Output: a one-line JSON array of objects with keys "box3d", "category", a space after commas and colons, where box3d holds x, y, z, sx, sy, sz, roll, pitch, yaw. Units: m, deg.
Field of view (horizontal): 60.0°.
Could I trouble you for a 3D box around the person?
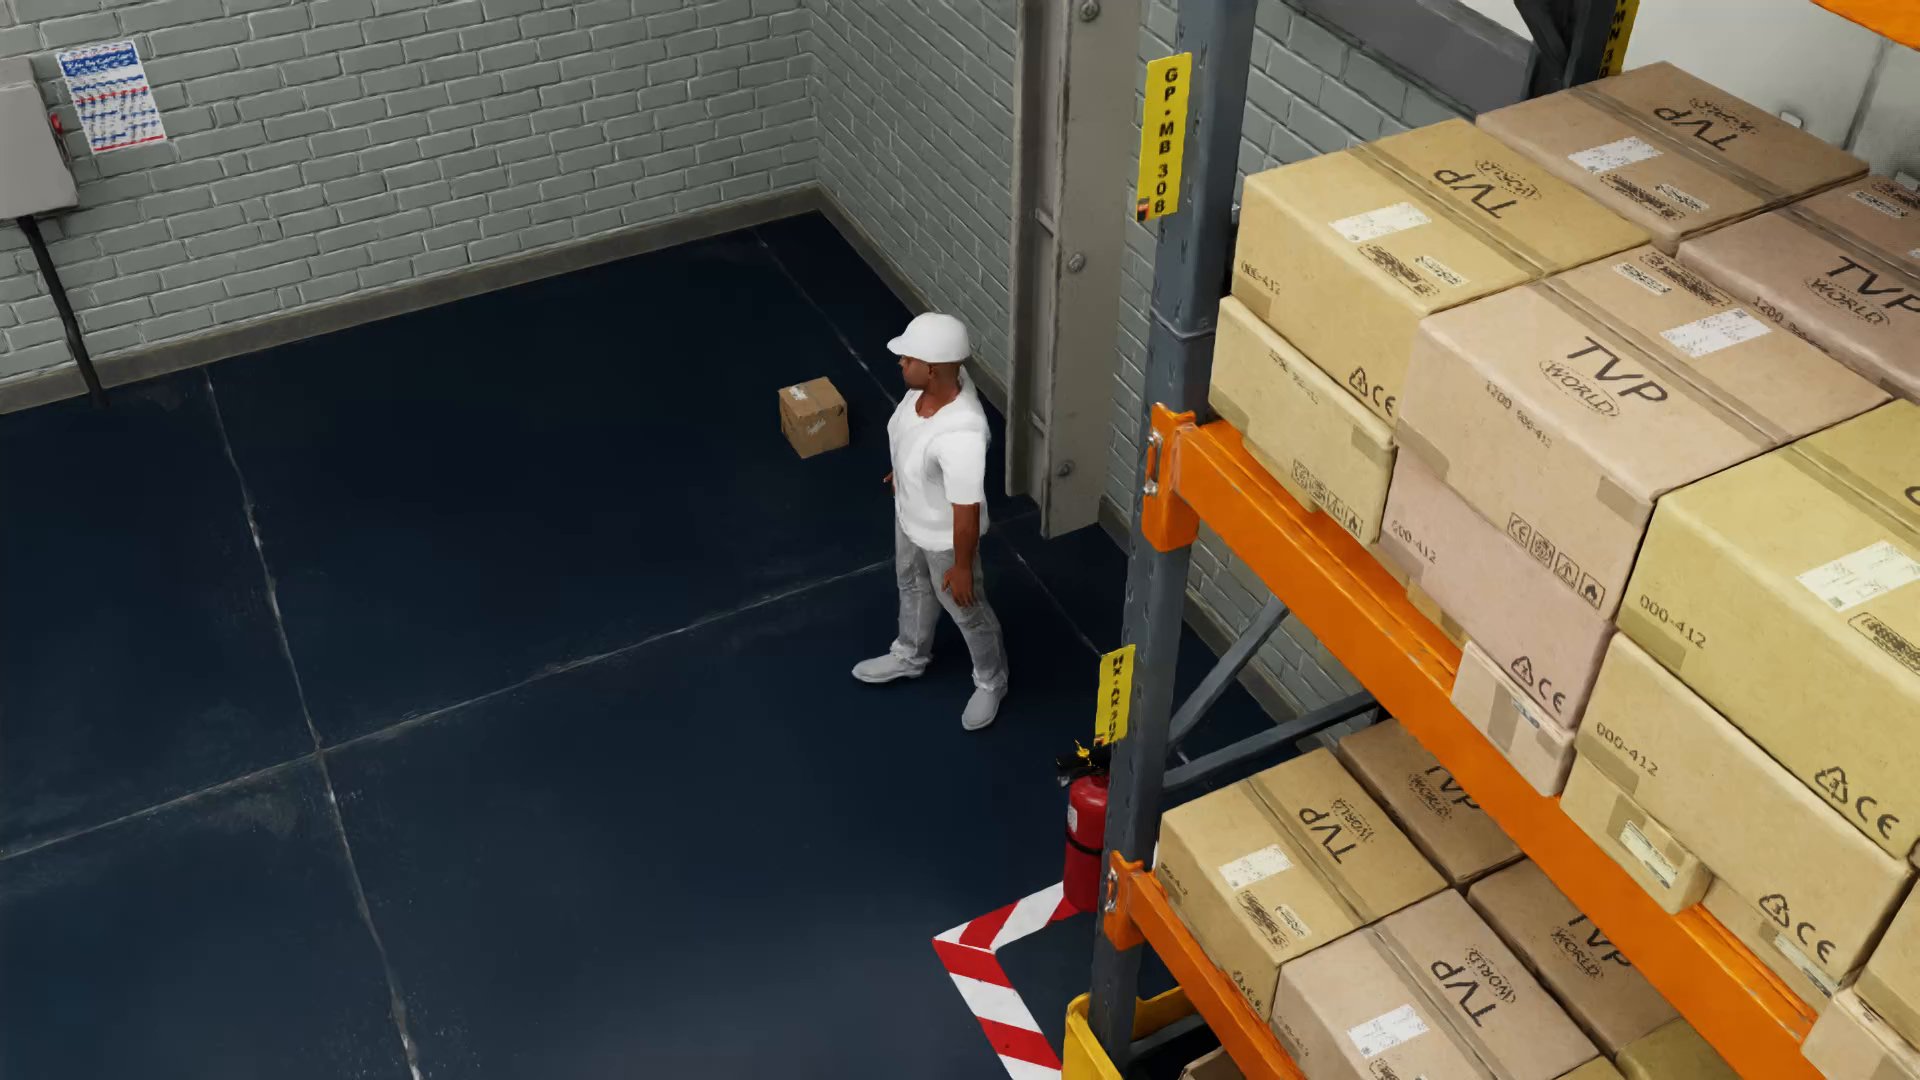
[{"box3d": [-0.129, -0.085, 6.221, 0.583, 1.768, 0.724, -13, 43, -15], "category": "person"}]
